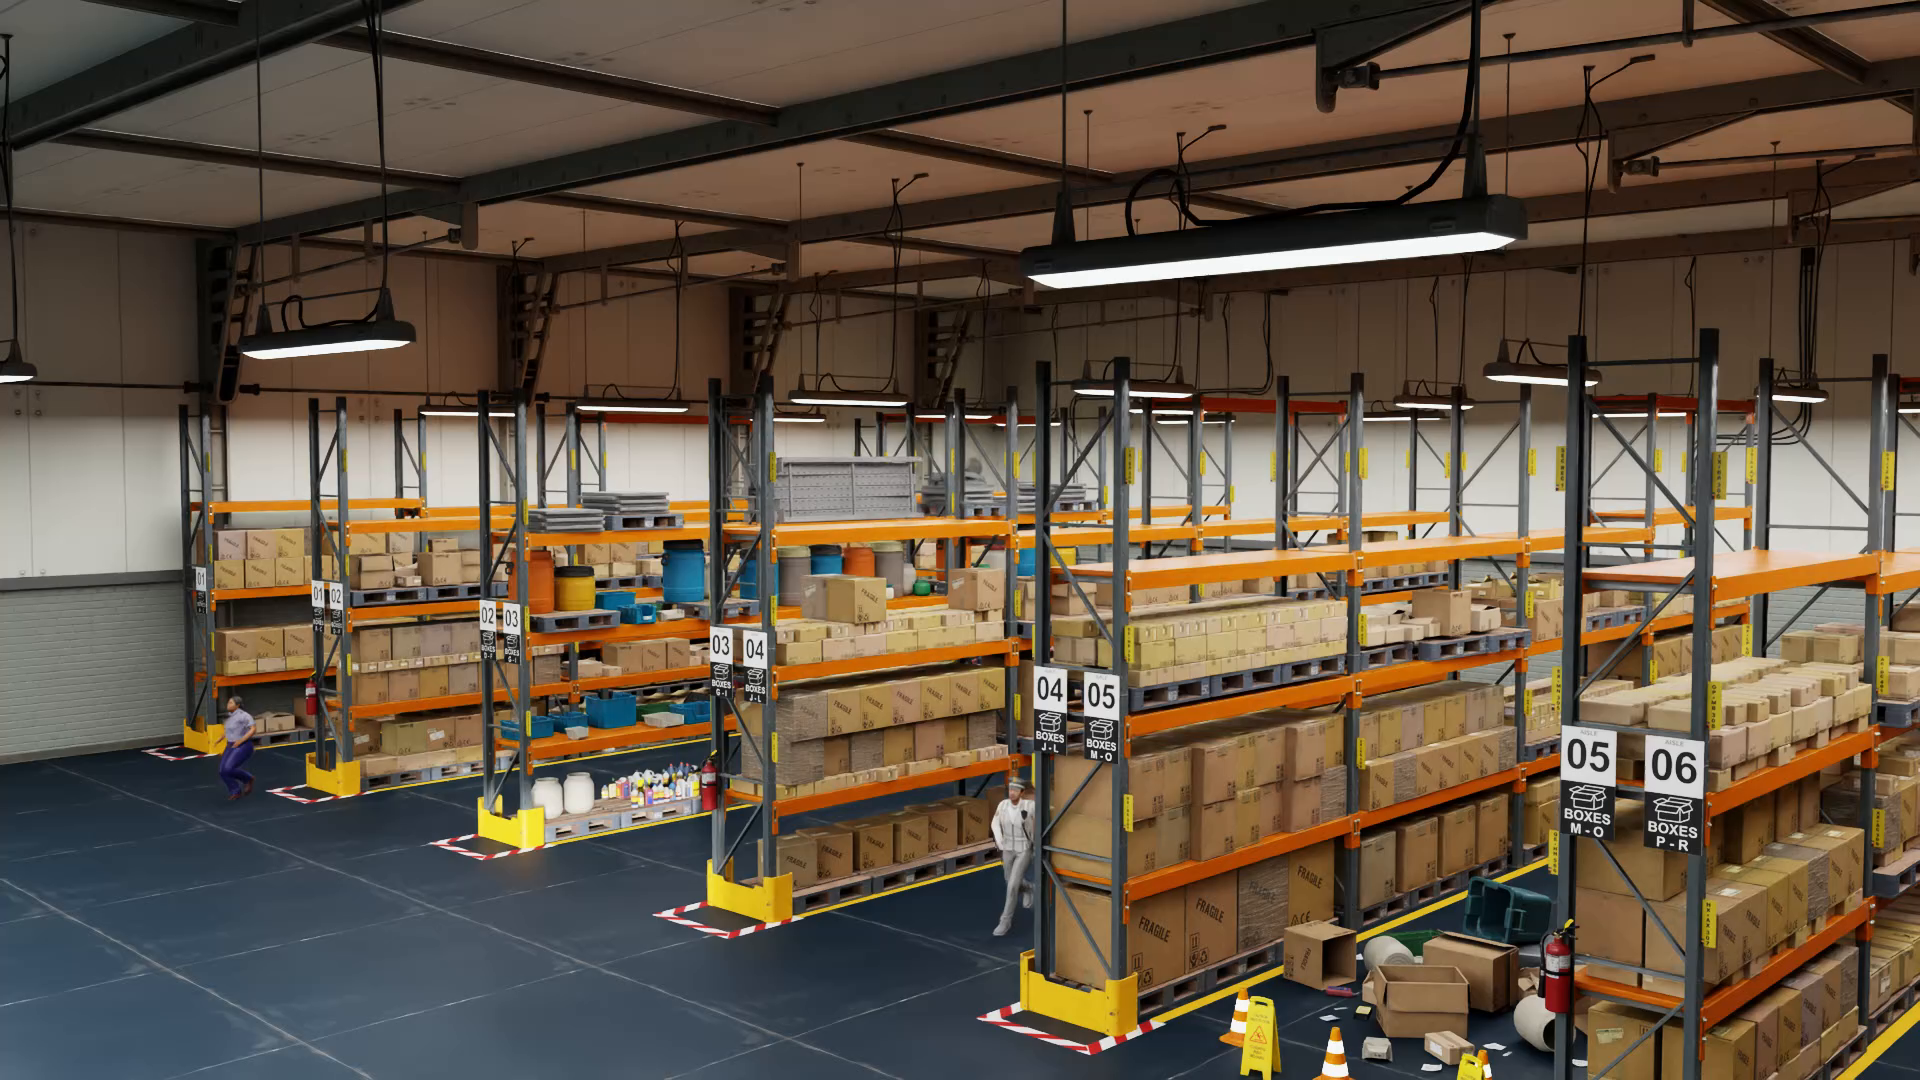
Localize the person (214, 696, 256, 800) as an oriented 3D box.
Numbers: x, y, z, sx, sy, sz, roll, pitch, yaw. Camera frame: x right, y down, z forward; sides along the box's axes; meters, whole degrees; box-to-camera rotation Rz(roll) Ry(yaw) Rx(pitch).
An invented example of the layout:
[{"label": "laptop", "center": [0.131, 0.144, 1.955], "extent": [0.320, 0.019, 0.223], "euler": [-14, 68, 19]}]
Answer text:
[{"label": "person", "center": [-10.743, 3.122, 24.634], "extent": [0.695, 1.633, 0.517], "euler": [2, 4, 31]}]

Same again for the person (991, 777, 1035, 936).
[{"label": "person", "center": [0.636, 3.381, 18.107], "extent": [0.625, 1.685, 0.900], "euler": [1, 3, 26]}]
